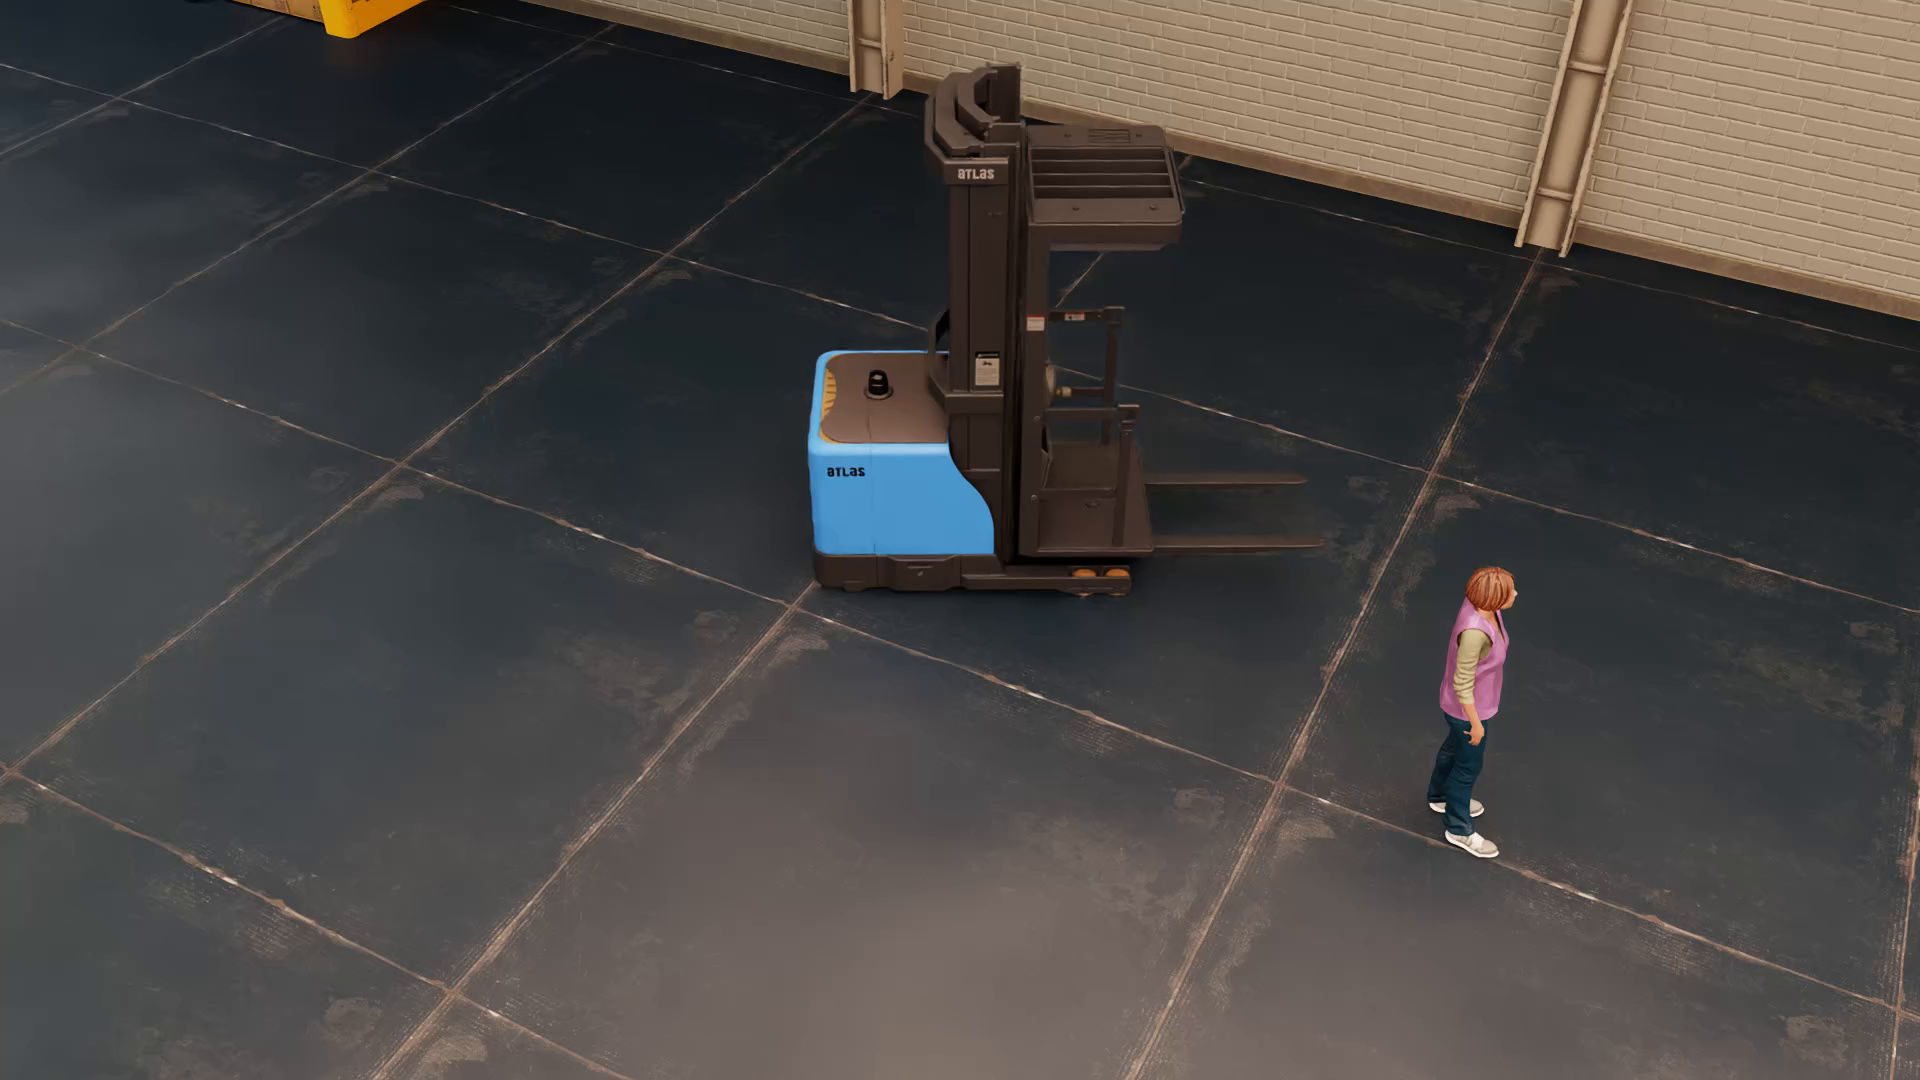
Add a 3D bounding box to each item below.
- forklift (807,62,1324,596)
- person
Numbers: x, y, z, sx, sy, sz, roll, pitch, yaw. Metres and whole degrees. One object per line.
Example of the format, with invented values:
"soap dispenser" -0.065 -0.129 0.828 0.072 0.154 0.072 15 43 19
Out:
"forklift" 0.646 -1.132 9.330 3.031 2.935 1.130 0 40 0
"person" 2.549 0.798 8.063 0.475 1.597 0.520 13 42 15
